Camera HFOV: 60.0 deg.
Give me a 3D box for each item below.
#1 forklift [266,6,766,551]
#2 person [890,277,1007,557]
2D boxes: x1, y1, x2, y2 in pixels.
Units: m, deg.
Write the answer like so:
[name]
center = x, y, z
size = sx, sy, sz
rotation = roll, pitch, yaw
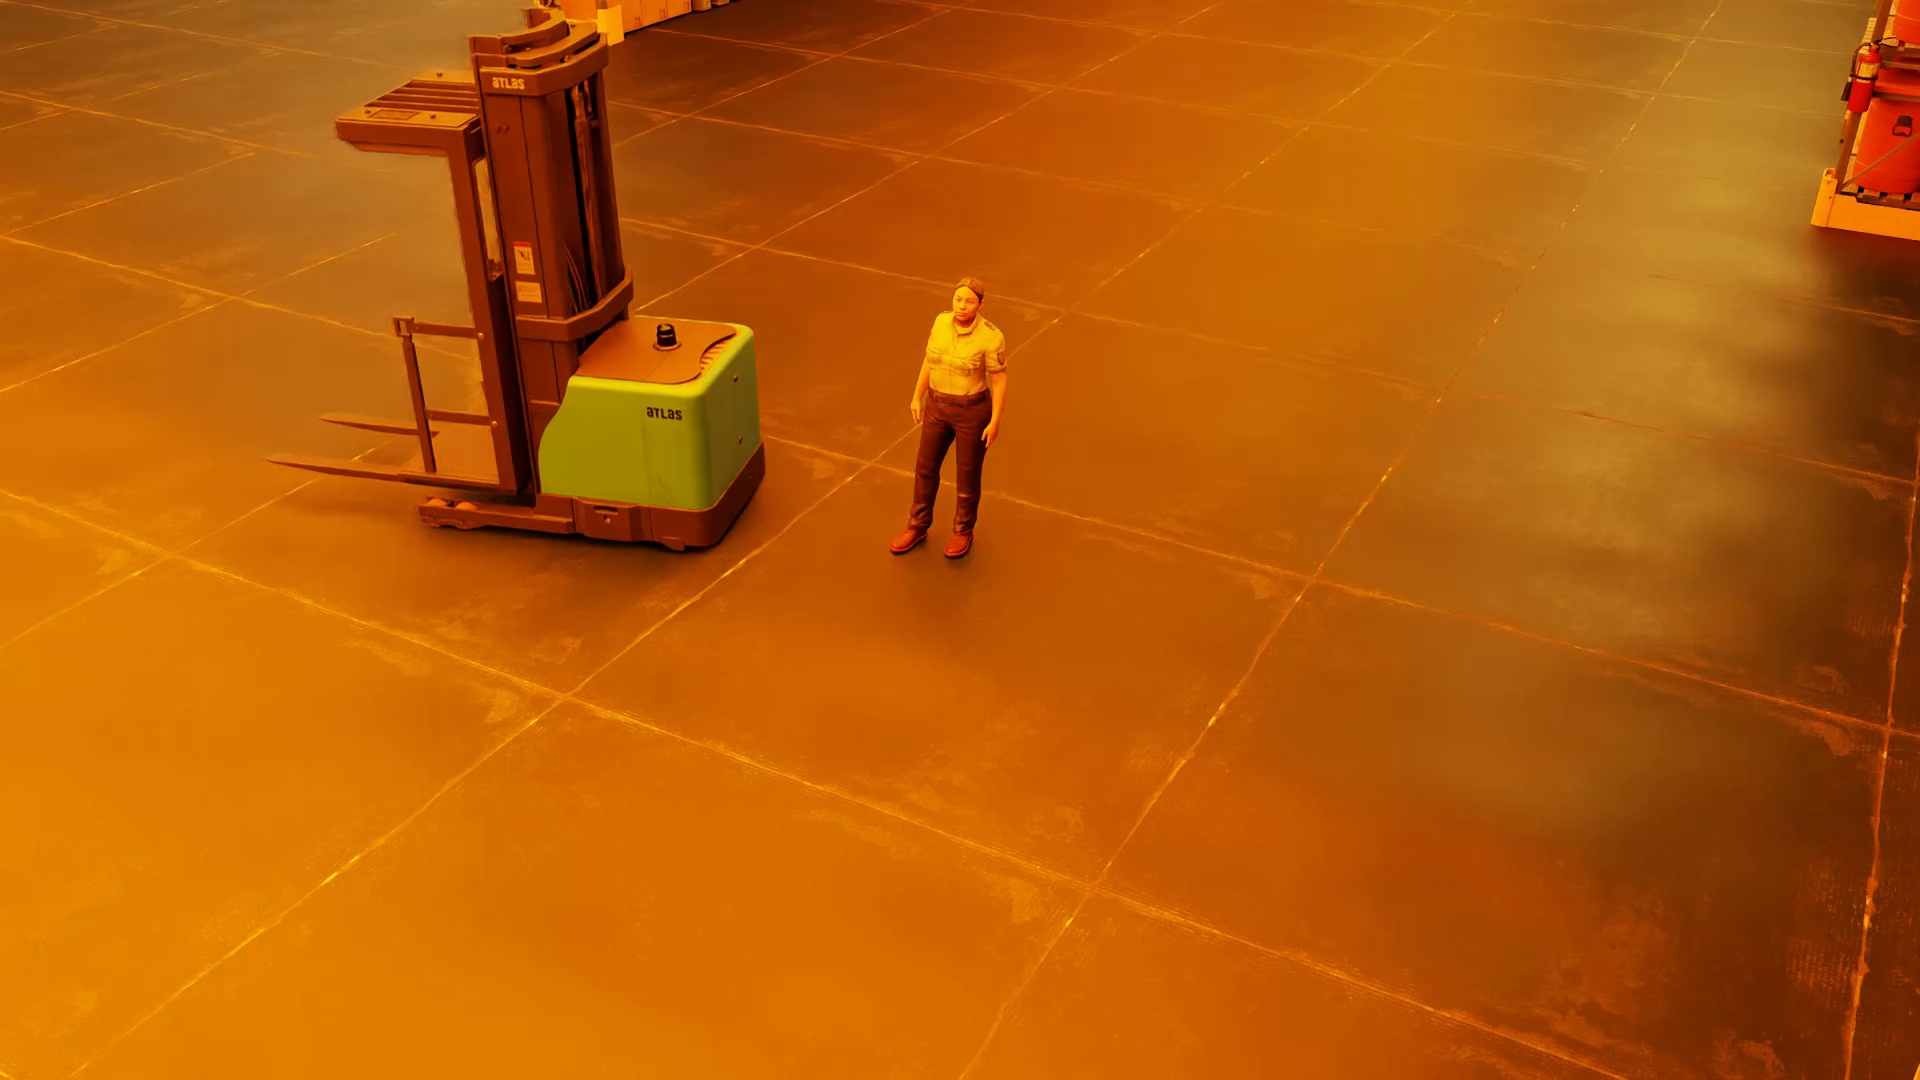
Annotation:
[forklift]
center = -2.810, -1.579, 9.806
size = 3.031, 2.935, 1.130
rotation = 6, 31, 11
[person]
center = -0.063, -0.687, 9.529
size = 0.598, 1.651, 0.503
rotation = 15, 33, 25
